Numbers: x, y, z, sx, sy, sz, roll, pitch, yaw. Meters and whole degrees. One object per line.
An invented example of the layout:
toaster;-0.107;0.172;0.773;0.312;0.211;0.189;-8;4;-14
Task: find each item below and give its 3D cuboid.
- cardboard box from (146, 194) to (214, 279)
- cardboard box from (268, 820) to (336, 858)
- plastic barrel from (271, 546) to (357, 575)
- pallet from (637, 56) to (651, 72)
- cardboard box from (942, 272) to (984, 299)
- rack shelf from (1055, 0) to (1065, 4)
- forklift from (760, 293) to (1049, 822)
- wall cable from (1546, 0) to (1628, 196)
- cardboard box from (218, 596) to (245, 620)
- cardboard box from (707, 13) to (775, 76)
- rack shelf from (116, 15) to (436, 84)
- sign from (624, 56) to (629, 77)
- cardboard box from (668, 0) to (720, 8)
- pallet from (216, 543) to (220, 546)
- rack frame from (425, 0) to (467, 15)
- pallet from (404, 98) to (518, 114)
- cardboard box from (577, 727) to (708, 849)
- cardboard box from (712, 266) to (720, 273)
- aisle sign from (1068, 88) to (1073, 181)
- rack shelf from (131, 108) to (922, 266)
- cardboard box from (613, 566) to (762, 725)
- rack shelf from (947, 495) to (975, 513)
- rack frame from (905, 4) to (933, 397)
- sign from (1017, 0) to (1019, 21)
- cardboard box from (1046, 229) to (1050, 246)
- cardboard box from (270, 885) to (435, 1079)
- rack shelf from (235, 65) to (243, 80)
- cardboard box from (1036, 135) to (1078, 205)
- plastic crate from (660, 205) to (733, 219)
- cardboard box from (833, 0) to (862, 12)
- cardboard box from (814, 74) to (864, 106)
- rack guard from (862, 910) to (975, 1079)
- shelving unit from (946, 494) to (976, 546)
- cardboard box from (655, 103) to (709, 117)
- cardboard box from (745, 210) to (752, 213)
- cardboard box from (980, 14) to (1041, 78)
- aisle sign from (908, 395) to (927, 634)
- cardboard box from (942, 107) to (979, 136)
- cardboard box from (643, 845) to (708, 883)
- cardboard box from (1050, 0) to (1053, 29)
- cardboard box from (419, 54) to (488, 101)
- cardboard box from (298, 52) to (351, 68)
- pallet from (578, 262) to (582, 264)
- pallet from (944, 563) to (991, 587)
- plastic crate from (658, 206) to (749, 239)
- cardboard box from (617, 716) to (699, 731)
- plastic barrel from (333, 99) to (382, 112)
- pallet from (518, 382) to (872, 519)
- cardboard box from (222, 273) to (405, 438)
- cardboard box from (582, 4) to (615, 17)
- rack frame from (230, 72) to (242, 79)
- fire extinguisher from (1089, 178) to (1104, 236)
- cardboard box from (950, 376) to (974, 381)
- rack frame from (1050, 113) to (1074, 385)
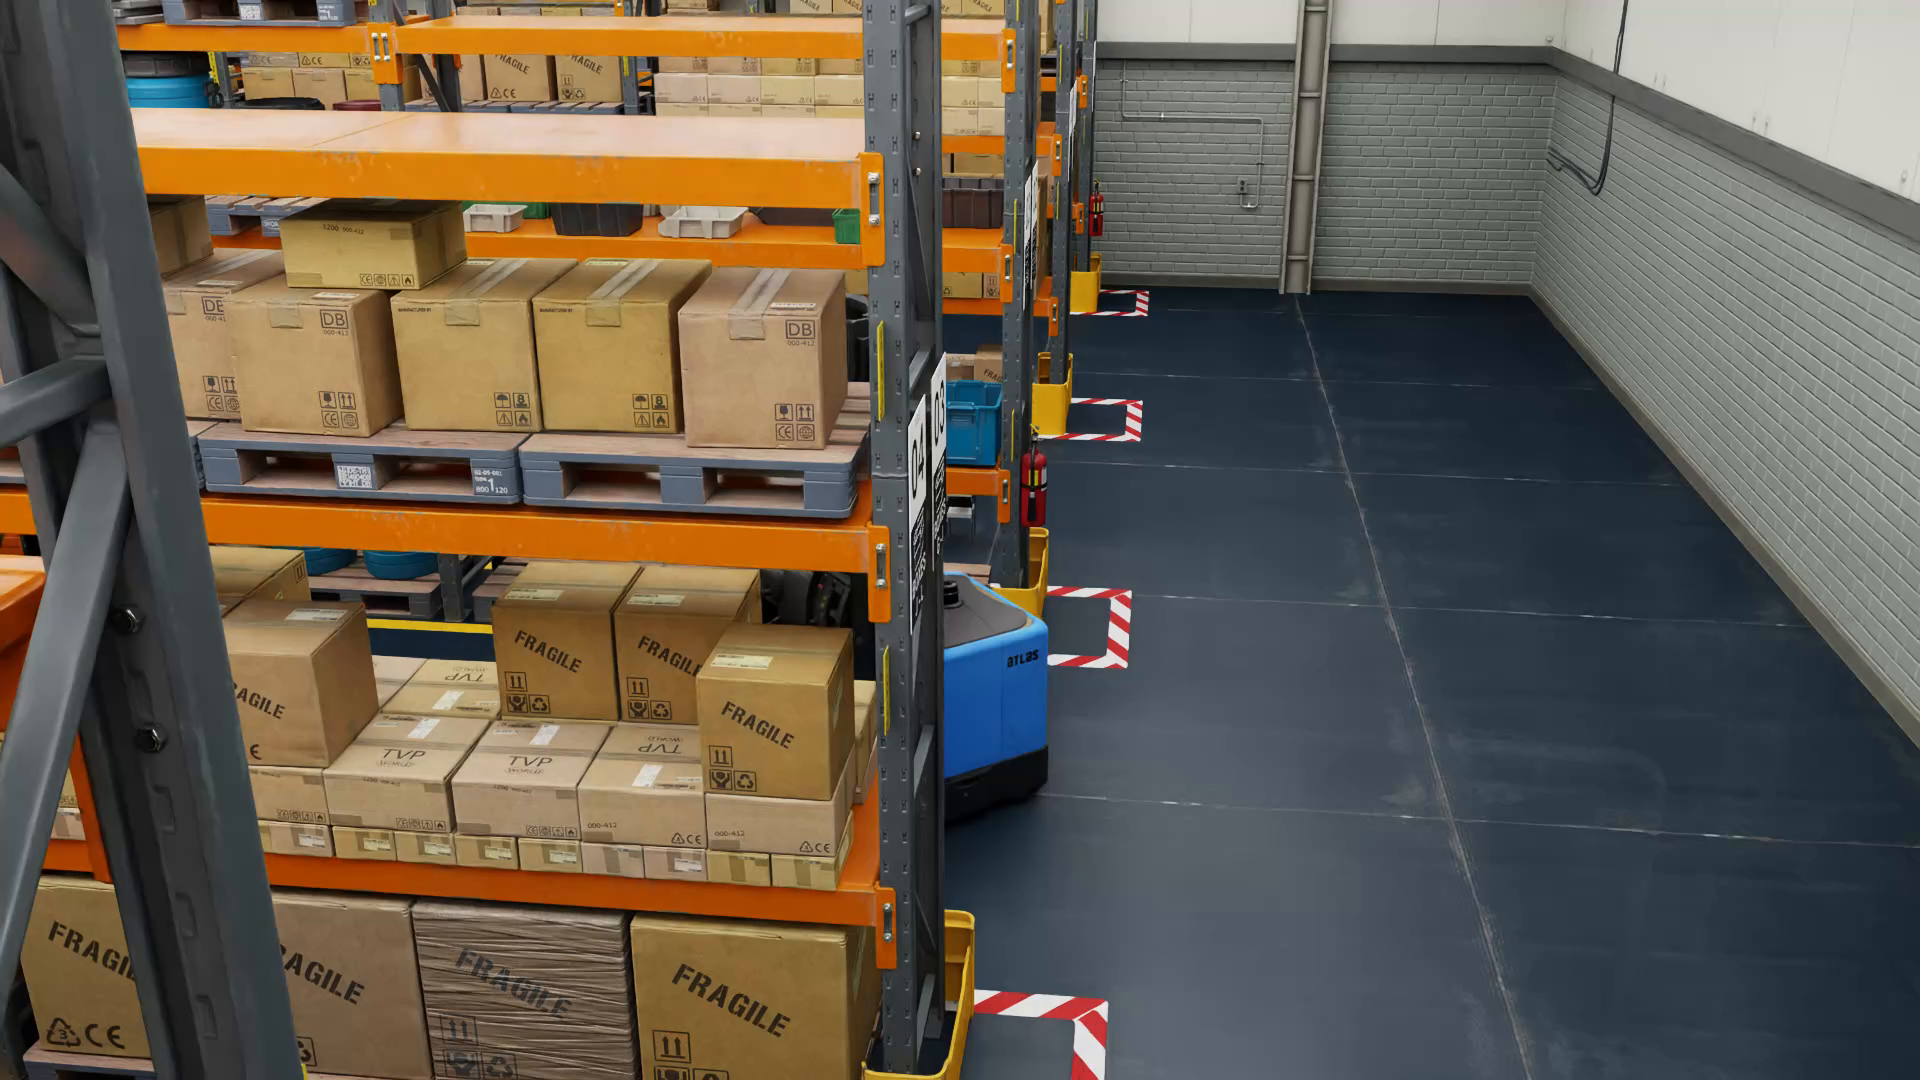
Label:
cardboard box;-3.228;-1.161;6.354;0.500;0.250;0.500;1;22;3
cardboard box;-2.620;1.135;6.832;0.250;0.149;0.380;3;22;7
plastic barrel;-4.820;-0.260;12.302;0.708;0.901;0.600;2;22;6
pallet;-3.329;-5.925;20.528;1.217;0.209;0.805;2;22;4
cardboard box;-0.012;-2.604;15.809;0.500;0.500;0.500;3;22;7
rack shelf;-1.006;-5.156;15.225;4.000;0.370;1.077;2;22;6
forklift;-1.006;0.246;8.831;3.031;2.935;1.130;-13;25;-30
wall cable;7.134;-5.395;19.071;0.112;2.526;3.097;2;22;6
cardboard box;-3.228;0.549;6.752;0.500;0.500;0.500;2;22;6
cardboard box;-2.025;-4.615;15.457;0.500;0.500;0.700;2;22;6
rack shelf;-5.565;-3.336;11.162;4.000;0.370;1.077;2;22;6
sign;-3.054;-4.405;15.182;0.005;0.325;0.100;2;22;6
cardboard box;-3.271;-6.678;20.418;0.500;0.250;0.500;4;22;10
pallet;-5.555;0.216;12.607;1.213;0.211;1.003;2;22;6
rack frame;-6.385;-7.561;20.324;0.127;3.000;1.000;2;22;6
pallet;-4.662;-4.194;16.144;1.003;0.211;1.213;2;22;6
cardboard box;-1.205;0.986;6.666;0.500;0.250;0.500;2;22;5
cardboard box;-2.518;-2.714;16.089;0.500;0.500;0.500;3;22;8
aisle sign;1.012;-3.710;15.208;0.004;0.787;0.394;2;22;6
rack shelf;-2.175;-1.355;6.150;4.000;0.370;1.077;2;22;6
cardboard box;-1.131;0.442;7.020;0.500;0.500;0.500;2;22;5
rack shelf;0.008;-0.303;13.319;0.200;0.077;0.258;2;22;6
rack frame;-0.190;-1.788;5.723;0.053;2.616;0.949;2;22;6
sign;0.345;-3.246;9.849;0.005;0.325;0.100;2;22;6
cardboard box;1.000;-3.821;20.970;0.250;0.149;0.380;3;22;7
cardboard box;-2.622;1.717;7.335;0.875;0.875;0.875;2;22;6
rack shelf;-8.371;-5.918;21.227;4.000;0.370;1.077;2;22;6
cardboard box;1.052;-4.583;20.543;0.700;0.700;0.980;3;22;9
plastic crate;-1.771;-2.356;11.400;0.530;0.282;0.437;2;22;6
cardboard box;-1.227;-6.360;19.845;0.500;0.500;0.500;2;22;5
cardboard box;-1.050;-4.166;15.343;0.500;0.250;0.500;2;22;6
rack guard;-0.165;2.164;7.285;0.348;0.500;1.175;2;22;6
shelving unit;0.008;-0.418;13.273;0.210;0.900;0.258;2;22;6
cardboard box;-2.538;-4.003;15.609;0.500;0.250;0.500;2;22;6
cardboard box;-2.045;-3.155;15.845;0.500;0.500;0.500;2;22;5
cardboard box;0.468;-4.539;15.264;0.500;0.500;0.700;2;22;6
aisle sign;-0.153;-0.096;6.066;0.004;0.787;0.394;2;22;6
cardboard box;-0.056;-3.893;15.330;0.500;0.250;0.500;2;22;6
cardboard box;-1.090;1.200;6.665;0.250;0.149;0.380;3;22;6
cardboard box;0.863;-6.460;20.097;0.500;0.500;0.500;2;22;4
cardboard box;-4.808;-4.578;16.016;0.600;0.600;0.600;2;22;4
cardboard box;-6.025;-4.825;15.989;0.500;0.500;0.500;2;22;6
pallet;-3.773;-2.774;16.638;1.213;0.211;1.003;2;22;6
pallet;-0.421;0.439;12.041;1.213;0.211;1.003;2;22;6
plastic crate;-1.688;-2.079;10.897;0.530;0.136;0.437;2;22;6
cardboard box;-1.151;0.793;7.154;0.500;0.250;0.500;2;22;6
plastic barrel;-4.072;-2.748;11.476;0.433;0.535;0.433;0;22;0
pallet;-0.927;-0.381;6.365;1.213;0.211;1.003;2;22;6
cardboard box;-2.341;-0.744;6.319;0.500;0.500;0.700;3;22;9
cardboard box;-4.324;-6.367;20.652;0.500;0.500;0.700;2;22;6
rack frame;-6.964;-5.753;15.752;0.053;2.616;0.949;2;22;6
fire extinguisher;1.655;-4.040;20.192;0.183;0.674;0.296;2;22;6
cardboard box;0.020;-1.487;16.376;0.250;0.166;0.380;2;22;6
rack frame;0.980;-2.616;15.977;0.127;3.000;1.000;2;22;6
